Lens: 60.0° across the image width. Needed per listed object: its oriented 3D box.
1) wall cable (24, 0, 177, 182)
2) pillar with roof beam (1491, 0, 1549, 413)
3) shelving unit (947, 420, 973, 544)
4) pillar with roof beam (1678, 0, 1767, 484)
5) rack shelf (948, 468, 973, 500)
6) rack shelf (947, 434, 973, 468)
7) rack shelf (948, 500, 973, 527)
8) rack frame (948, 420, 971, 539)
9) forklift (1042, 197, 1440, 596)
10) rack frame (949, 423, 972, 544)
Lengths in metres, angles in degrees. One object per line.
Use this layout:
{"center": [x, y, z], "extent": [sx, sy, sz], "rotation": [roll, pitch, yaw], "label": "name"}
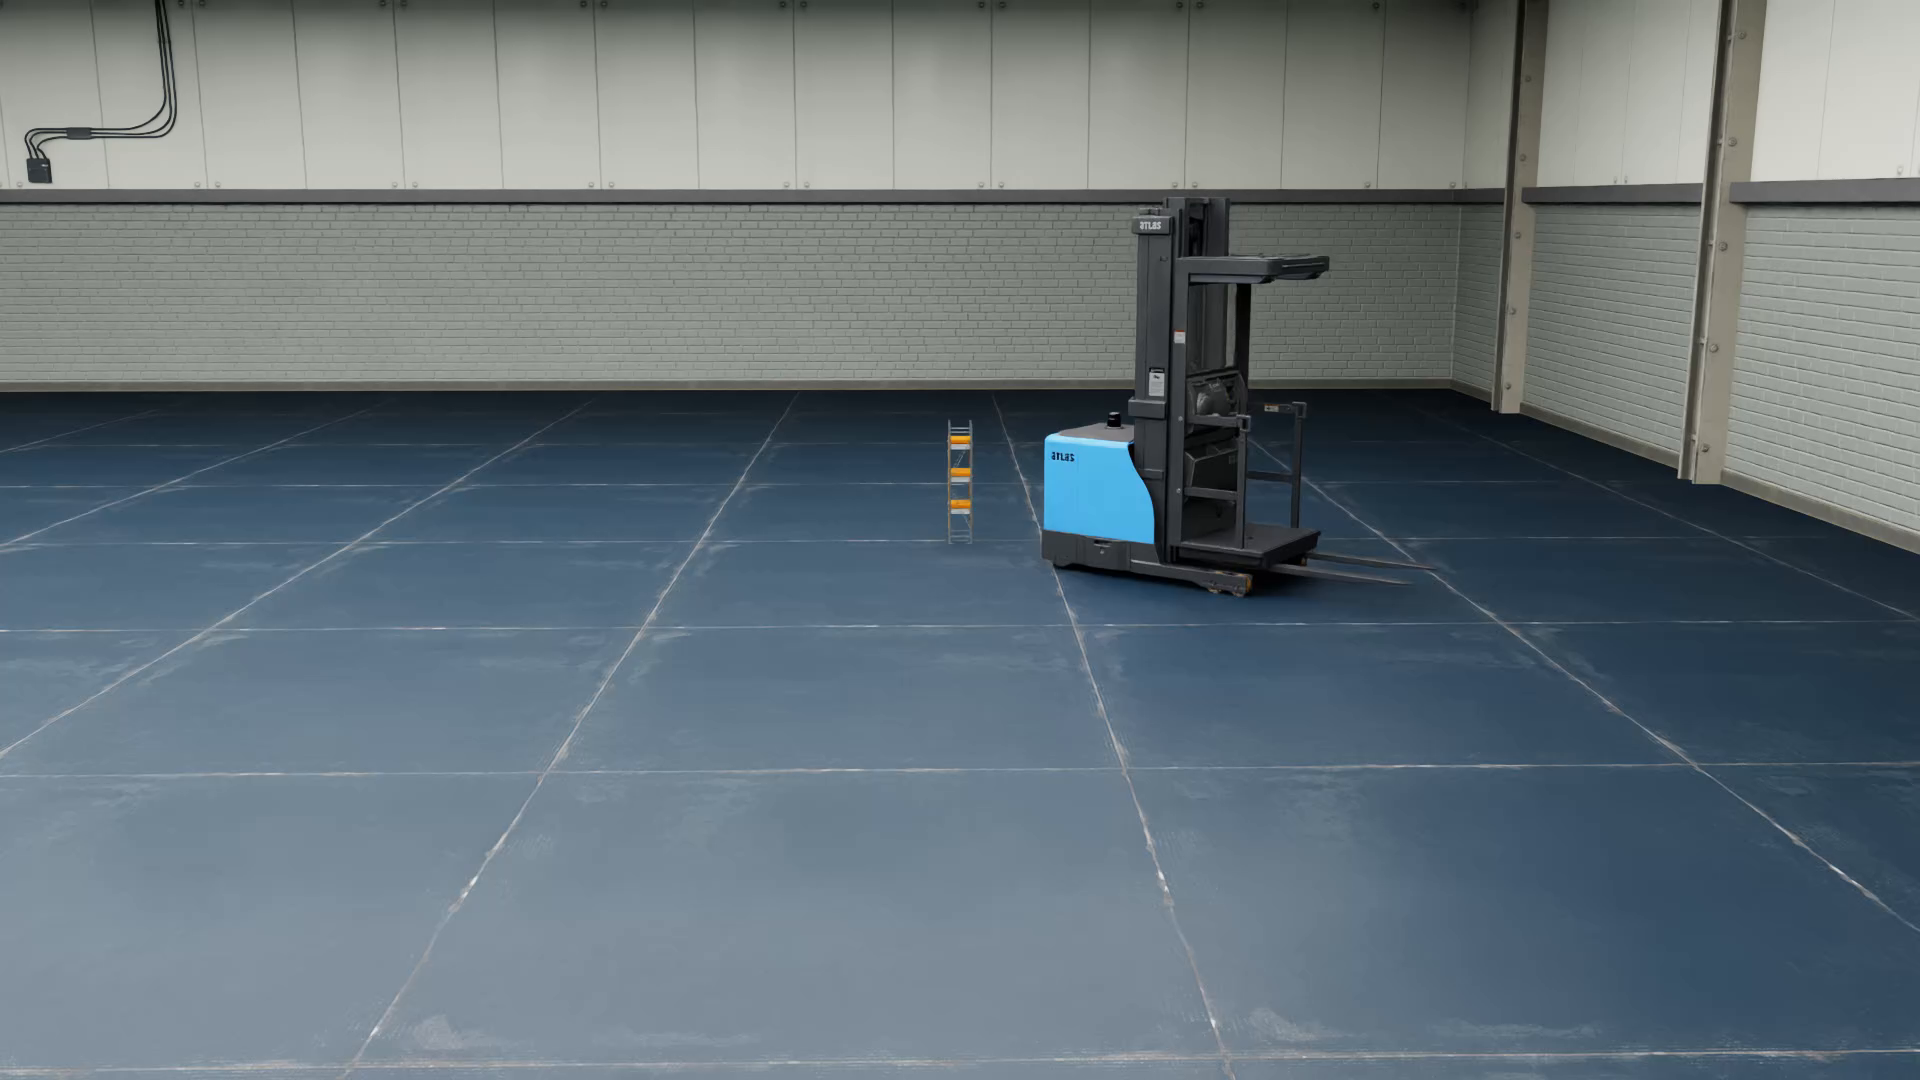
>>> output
{"center": [-13.011, -8.393, 24.744], "extent": [2.305, 6.003, 0.169], "rotation": [0, 11, -1], "label": "wall cable"}
{"center": [3.425, -6.211, 22.543], "extent": [9.100, 9.000, 0.400], "rotation": [0, 11, -1], "label": "pillar with roof beam"}
{"center": [0.001, -0.504, 14.402], "extent": [0.215, 1.050, 0.252], "rotation": [0, 11, -1], "label": "shelving unit"}
{"center": [3.549, -5.019, 16.664], "extent": [9.100, 9.000, 0.400], "rotation": [0, 11, -1], "label": "pillar with roof beam"}
{"center": [0.001, -0.494, 14.404], "extent": [0.215, 0.259, 0.240], "rotation": [0, 11, -1], "label": "rack shelf"}
{"center": [0.001, -0.772, 14.348], "extent": [0.215, 0.259, 0.240], "rotation": [0, 11, -1], "label": "rack shelf"}
{"center": [0.001, -0.221, 14.460], "extent": [0.215, 0.259, 0.240], "rotation": [0, 11, -1], "label": "rack shelf"}
{"center": [-0.001, -0.528, 14.522], "extent": [0.200, 1.050, 0.008], "rotation": [0, 11, -1], "label": "rack frame"}
{"center": [2.160, -1.132, 12.768], "extent": [3.031, 2.935, 1.130], "rotation": [8, 14, 35], "label": "forklift"}
{"center": [0.004, -0.480, 14.283], "extent": [0.200, 1.050, 0.008], "rotation": [0, 11, -1], "label": "rack frame"}
